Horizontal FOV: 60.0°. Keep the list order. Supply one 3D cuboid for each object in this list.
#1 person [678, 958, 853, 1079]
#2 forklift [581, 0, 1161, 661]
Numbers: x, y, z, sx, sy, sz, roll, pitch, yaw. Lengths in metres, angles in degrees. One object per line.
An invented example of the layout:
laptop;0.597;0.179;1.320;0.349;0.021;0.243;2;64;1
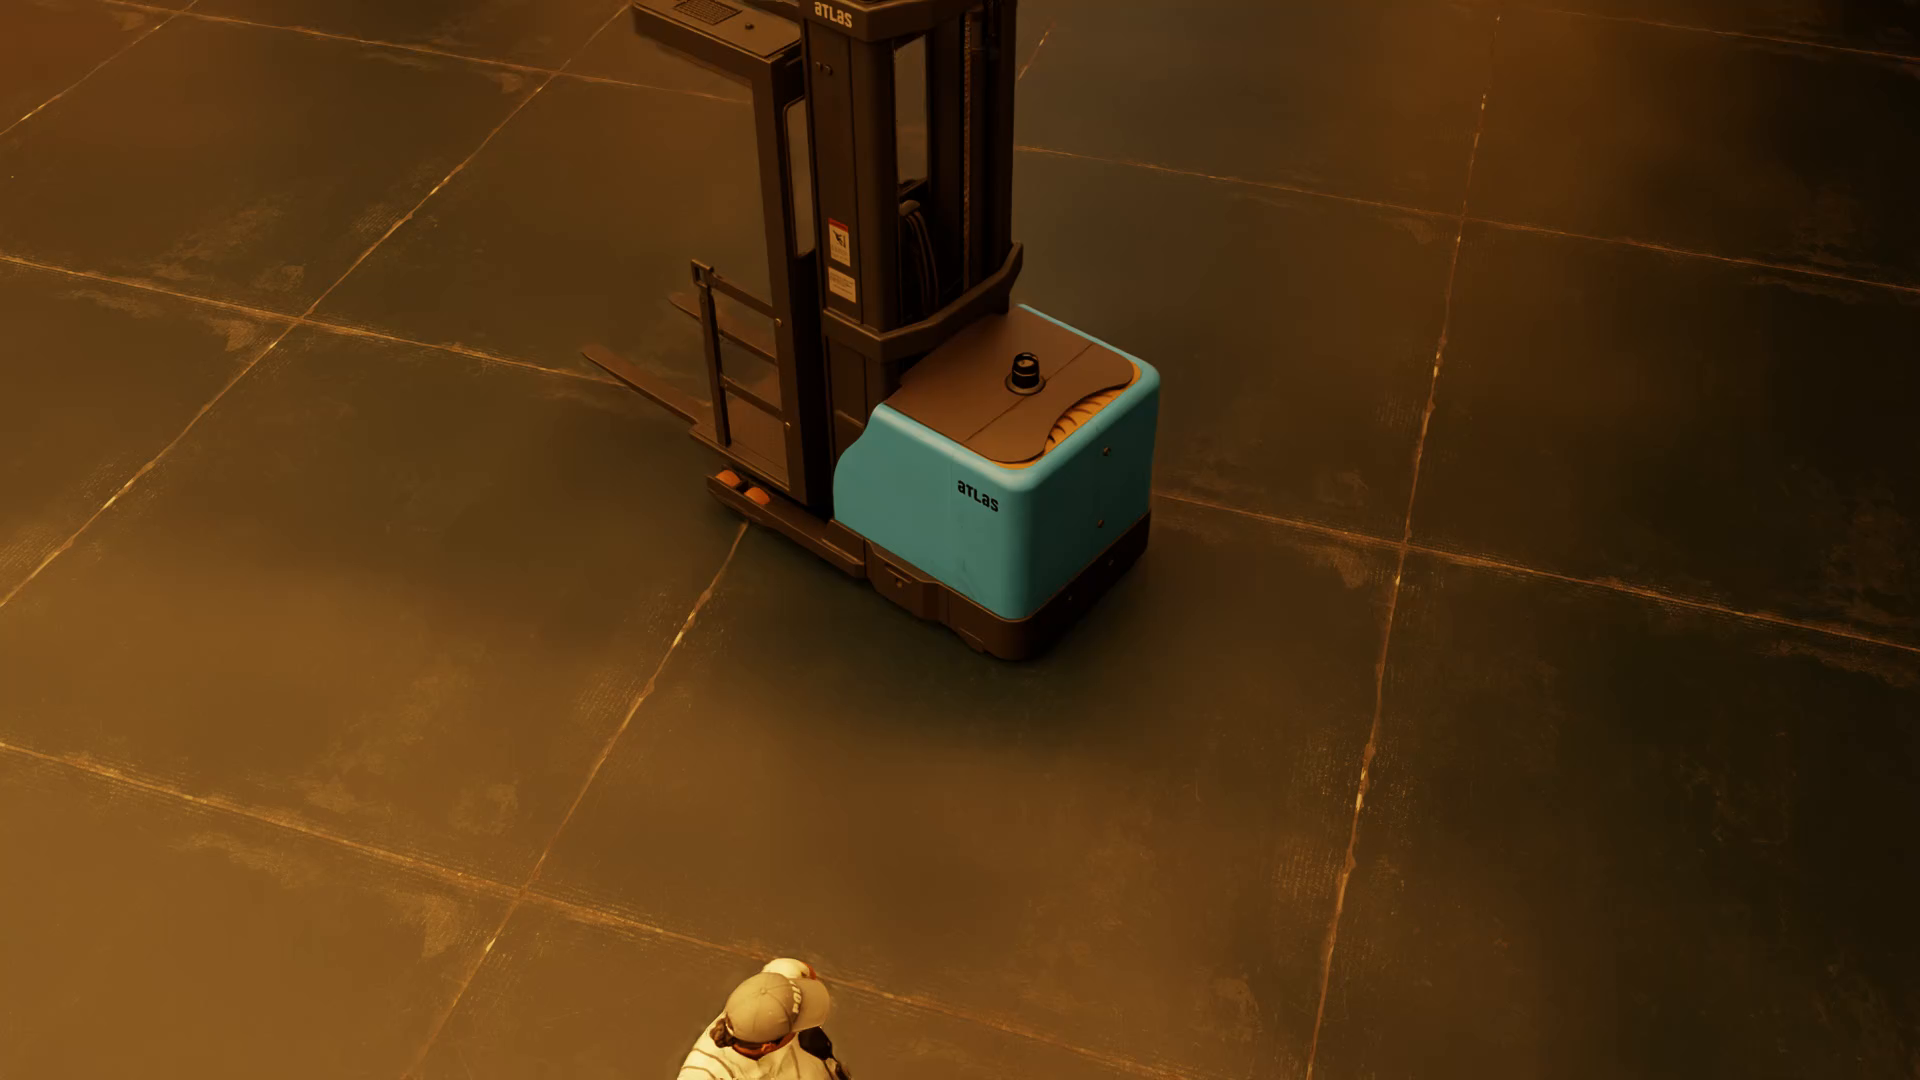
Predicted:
person;-0.542;1.737;4.846;0.569;1.665;0.736;-19;46;-19
forklift;-0.583;-1.405;7.200;3.031;2.935;1.130;30;50;28
